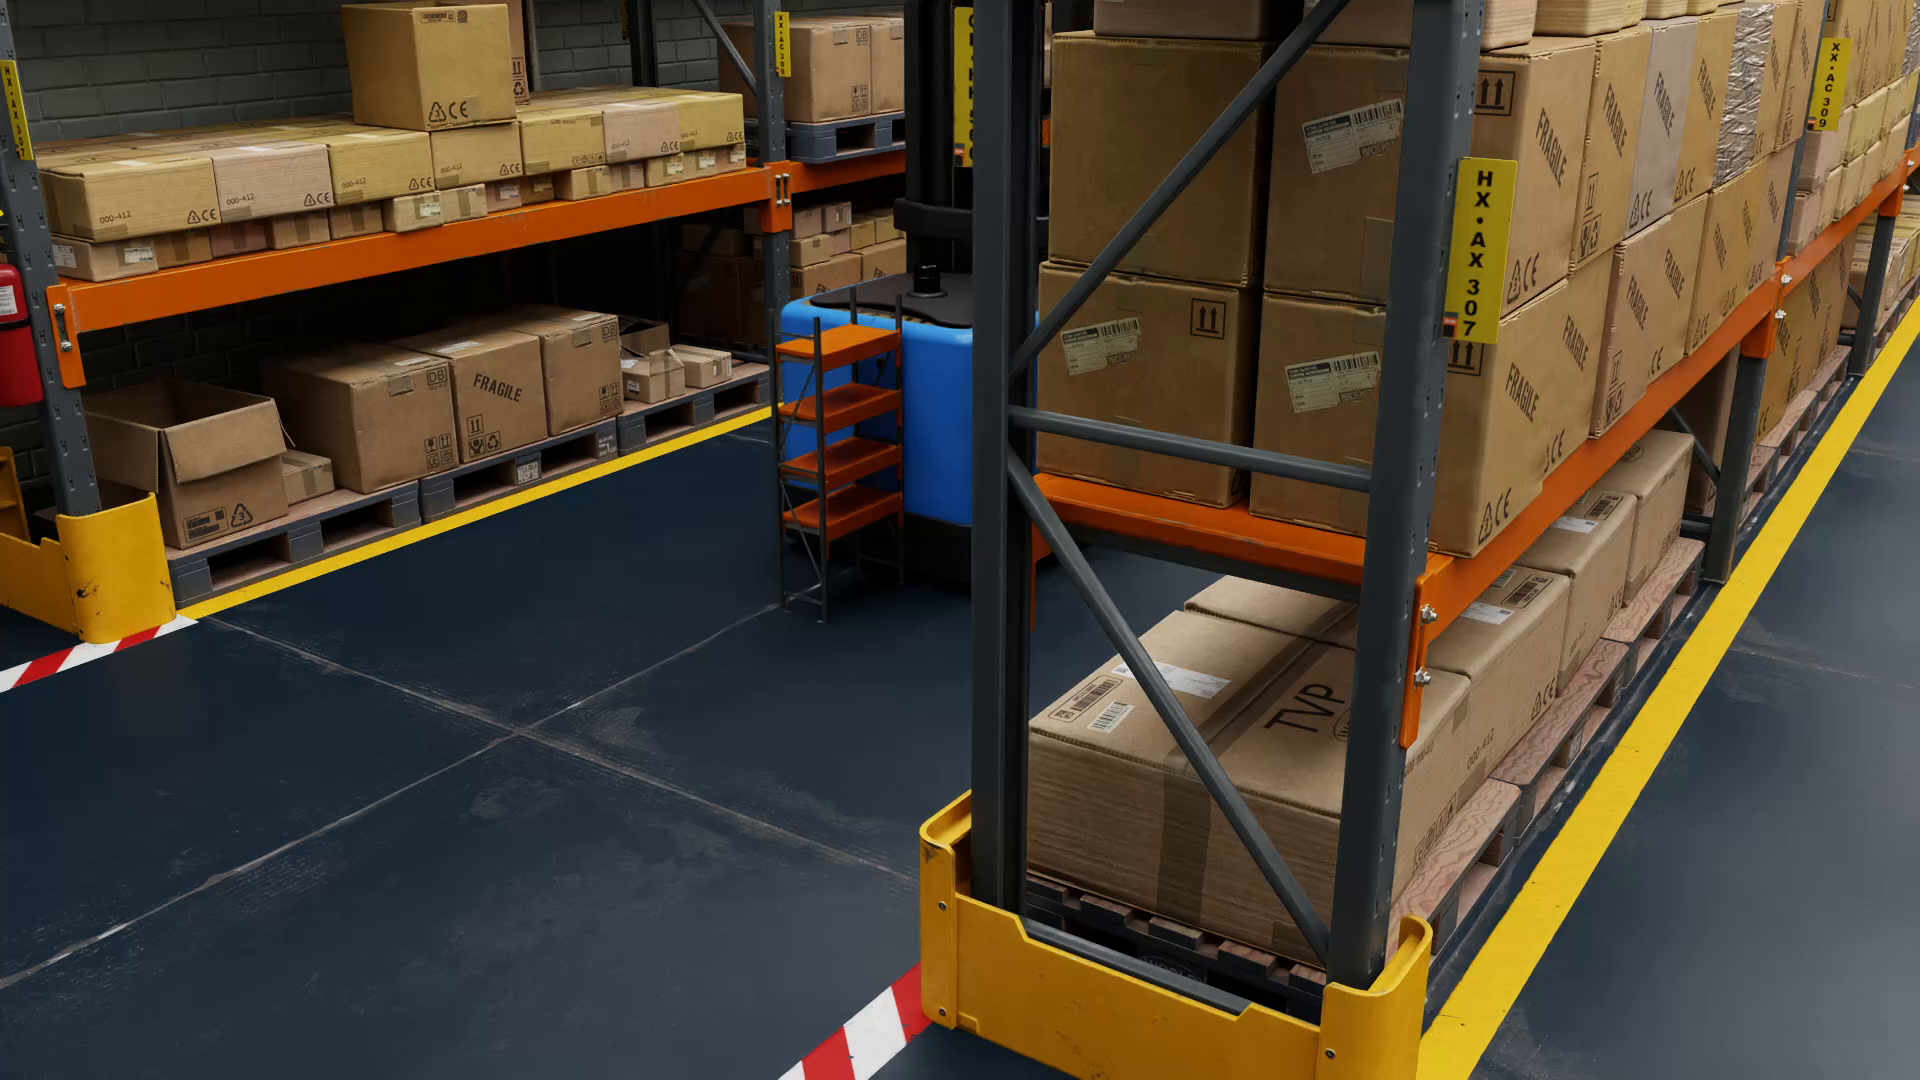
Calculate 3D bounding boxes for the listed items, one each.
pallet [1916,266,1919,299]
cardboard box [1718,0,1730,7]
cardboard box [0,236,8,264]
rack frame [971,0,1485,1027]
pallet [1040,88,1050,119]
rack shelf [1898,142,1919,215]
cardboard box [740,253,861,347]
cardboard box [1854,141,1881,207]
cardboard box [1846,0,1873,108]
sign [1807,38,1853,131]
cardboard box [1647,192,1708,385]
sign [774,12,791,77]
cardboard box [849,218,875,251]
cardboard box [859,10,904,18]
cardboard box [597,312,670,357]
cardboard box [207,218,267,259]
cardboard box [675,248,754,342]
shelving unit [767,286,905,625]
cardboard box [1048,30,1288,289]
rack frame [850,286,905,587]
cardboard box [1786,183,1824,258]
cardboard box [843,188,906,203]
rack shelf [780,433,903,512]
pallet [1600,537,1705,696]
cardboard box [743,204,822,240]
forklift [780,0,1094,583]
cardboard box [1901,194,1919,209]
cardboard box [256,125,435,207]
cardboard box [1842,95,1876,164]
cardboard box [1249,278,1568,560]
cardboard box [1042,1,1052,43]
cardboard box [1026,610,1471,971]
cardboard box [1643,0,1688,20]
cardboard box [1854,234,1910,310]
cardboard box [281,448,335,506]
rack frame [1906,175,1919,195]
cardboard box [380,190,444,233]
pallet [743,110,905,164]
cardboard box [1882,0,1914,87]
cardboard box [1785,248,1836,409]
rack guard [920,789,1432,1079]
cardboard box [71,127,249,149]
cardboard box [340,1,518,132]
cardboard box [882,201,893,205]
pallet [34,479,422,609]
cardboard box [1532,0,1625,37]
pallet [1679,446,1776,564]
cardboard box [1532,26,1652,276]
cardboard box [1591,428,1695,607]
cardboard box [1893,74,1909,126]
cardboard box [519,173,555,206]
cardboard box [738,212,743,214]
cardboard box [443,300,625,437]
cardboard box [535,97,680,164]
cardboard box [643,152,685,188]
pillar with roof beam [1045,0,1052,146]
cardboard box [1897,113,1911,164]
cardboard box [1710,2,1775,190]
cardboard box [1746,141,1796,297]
[{"bbox_3d":[6.781,-2.094,12.622,1.003,0.211,1.213,13,24,32],"label":"pallet"},{"bbox_3d":[2.040,-1.645,4.869,0.380,0.149,0.250,13,24,31],"label":"cardboard box"},{"bbox_3d":[-3.671,-1.179,6.491,0.380,0.149,0.250,13,24,31],"label":"cardboard box"},{"bbox_3d":[0.472,-0.183,3.435,1.000,3.000,0.127,13,24,32],"label":"rack frame"},{"bbox_3d":[0.539,-3.147,11.725,1.213,0.211,1.003,13,24,32],"label":"pallet"},{"bbox_3d":[6.093,-2.714,11.316,1.077,0.370,4.000,13,24,32],"label":"rack shelf"},{"bbox_3d":[-0.929,-1.417,9.769,0.500,0.500,0.500,15,25,34],"label":"cardboard box"},{"bbox_3d":[4.066,-1.769,7.940,0.500,0.250,0.500,13,24,31],"label":"cardboard box"},{"bbox_3d":[3.469,-2.068,6.946,0.500,0.500,0.500,13,24,32],"label":"cardboard box"},{"bbox_3d":[3.180,-1.666,6.082,0.100,0.325,0.005,13,24,32],"label":"sign"},{"bbox_3d":[1.809,-0.751,4.828,0.500,0.500,0.500,14,25,34],"label":"cardboard box"},{"bbox_3d":[-0.934,-2.600,8.721,0.100,0.325,0.005,13,24,32],"label":"sign"},{"bbox_3d":[-0.738,-1.847,9.998,0.380,0.149,0.250,12,23,29],"label":"cardboard box"},{"bbox_3d":[-0.197,-3.010,10.329,0.700,0.500,0.500,13,24,32],"label":"cardboard box"},{"bbox_3d":[-1.954,-1.090,9.157,0.500,0.311,0.500,14,25,34],"label":"cardboard box"},{"bbox_3d":[-3.000,-1.237,6.647,0.380,0.149,0.250,13,24,31],"label":"cardboard box"},{"bbox_3d":[-1.355,-1.520,10.049,0.500,0.500,0.500,13,24,32],"label":"cardboard box"},{"bbox_3d":[-0.465,-0.330,6.427,0.258,1.200,0.503,14,24,32],"label":"shelving unit"},{"bbox_3d":[0.546,-0.883,3.743,0.500,0.500,0.500,14,25,34],"label":"cardboard box"},{"bbox_3d":[-0.325,-0.399,6.615,0.240,1.200,0.015,14,24,32],"label":"rack frame"},{"bbox_3d":[3.186,-1.335,6.765,0.500,0.250,0.500,13,24,31],"label":"cardboard box"},{"bbox_3d":[-0.559,-2.234,11.044,0.380,0.149,0.250,12,24,30],"label":"cardboard box"},{"bbox_3d":[-0.465,-0.267,6.450,0.258,0.148,0.480,14,24,32],"label":"rack shelf"},{"bbox_3d":[2.228,0.181,6.473,1.003,0.211,1.213,13,24,32],"label":"pallet"},{"bbox_3d":[-1.015,-1.828,9.518,0.380,0.149,0.250,13,24,31],"label":"cardboard box"},{"bbox_3d":[0.504,-1.658,7.521,1.130,2.935,3.031,14,24,32],"label":"forklift"},{"bbox_3d":[6.925,-2.439,12.718,0.950,0.372,0.625,14,24,33],"label":"cardboard box"},{"bbox_3d":[-2.592,-1.587,7.019,0.500,0.250,0.500,13,24,31],"label":"cardboard box"},{"bbox_3d":[3.777,-1.860,7.466,0.500,0.250,0.500,14,24,32],"label":"cardboard box"},{"bbox_3d":[0.979,-0.311,3.638,0.500,0.500,0.500,13,24,31],"label":"cardboard box"},{"bbox_3d":[0.443,-3.571,11.847,0.500,0.500,0.500,15,25,34],"label":"cardboard box"},{"bbox_3d":[0.760,0.613,4.371,0.875,0.438,0.875,12,24,30],"label":"cardboard box"},{"bbox_3d":[1.642,-1.420,4.259,0.380,0.149,0.250,14,24,32],"label":"cardboard box"},{"bbox_3d":[5.703,-1.816,11.033,0.950,0.372,0.625,13,24,31],"label":"cardboard box"},{"bbox_3d":[-2.942,-0.281,7.204,0.380,0.149,0.250,12,24,30],"label":"cardboard box"},{"bbox_3d":[7.218,-3.626,12.743,1.000,3.000,0.127,13,24,32],"label":"rack frame"},{"bbox_3d":[-2.458,-1.432,7.176,0.380,0.149,0.250,12,24,30],"label":"cardboard box"},{"bbox_3d":[-0.847,-2.415,9.747,1.003,0.211,1.213,13,24,32],"label":"pallet"},{"bbox_3d":[4.329,-2.504,8.126,0.500,0.500,0.500,13,24,32],"label":"cardboard box"},{"bbox_3d":[4.007,-1.241,8.754,0.875,0.875,0.875,14,24,32],"label":"cardboard box"},{"bbox_3d":[0.458,0.997,3.850,1.175,0.500,0.348,13,24,32],"label":"rack guard"},{"bbox_3d":[-3.305,-1.550,6.919,0.500,0.250,0.500,13,24,32],"label":"cardboard box"},{"bbox_3d":[-2.314,-2.078,7.267,0.500,0.500,0.500,14,24,33],"label":"cardboard box"},{"bbox_3d":[-0.283,-2.064,10.584,0.380,0.149,0.250,14,25,34],"label":"cardboard box"},{"bbox_3d":[-3.145,-0.092,7.210,1.003,0.211,1.213,13,24,32],"label":"pallet"},{"bbox_3d":[1.230,-1.192,3.643,0.380,0.149,0.250,14,25,33],"label":"cardboard box"},{"bbox_3d":[3.092,-0.258,7.659,1.003,0.211,1.213,13,24,32],"label":"pallet"},{"bbox_3d":[1.262,-0.930,3.870,0.500,0.500,0.500,13,24,30],"label":"cardboard box"},{"bbox_3d":[2.279,-0.166,6.479,0.875,0.438,0.875,13,24,31],"label":"cardboard box"},{"bbox_3d":[4.622,-2.306,8.670,0.500,0.250,0.500,13,24,30],"label":"cardboard box"},{"bbox_3d":[-2.139,-1.679,7.843,0.380,0.149,0.250,14,24,33],"label":"cardboard box"},{"bbox_3d":[-1.145,-1.936,10.237,0.380,0.149,0.250,14,24,32],"label":"cardboard box"},{"bbox_3d":[-2.117,-0.867,8.282,0.700,0.500,0.500,12,24,30],"label":"cardboard box"},{"bbox_3d":[-1.741,-2.026,8.206,0.500,0.250,0.500,13,24,32],"label":"cardboard box"},{"bbox_3d":[-1.612,-1.880,8.387,0.380,0.149,0.250,14,24,33],"label":"cardboard box"},{"bbox_3d":[4.410,-5.969,10.430,9.100,9.000,0.400,13,24,32],"label":"pillar with roof beam"},{"bbox_3d":[4.900,-2.212,9.137,0.500,0.250,0.500,12,24,30],"label":"cardboard box"},{"bbox_3d":[2.113,-1.365,5.046,0.500,0.500,0.500,14,24,33],"label":"cardboard box"},{"bbox_3d":[2.671,-1.194,6.026,0.500,0.500,0.500,14,24,32],"label":"cardboard box"}]
